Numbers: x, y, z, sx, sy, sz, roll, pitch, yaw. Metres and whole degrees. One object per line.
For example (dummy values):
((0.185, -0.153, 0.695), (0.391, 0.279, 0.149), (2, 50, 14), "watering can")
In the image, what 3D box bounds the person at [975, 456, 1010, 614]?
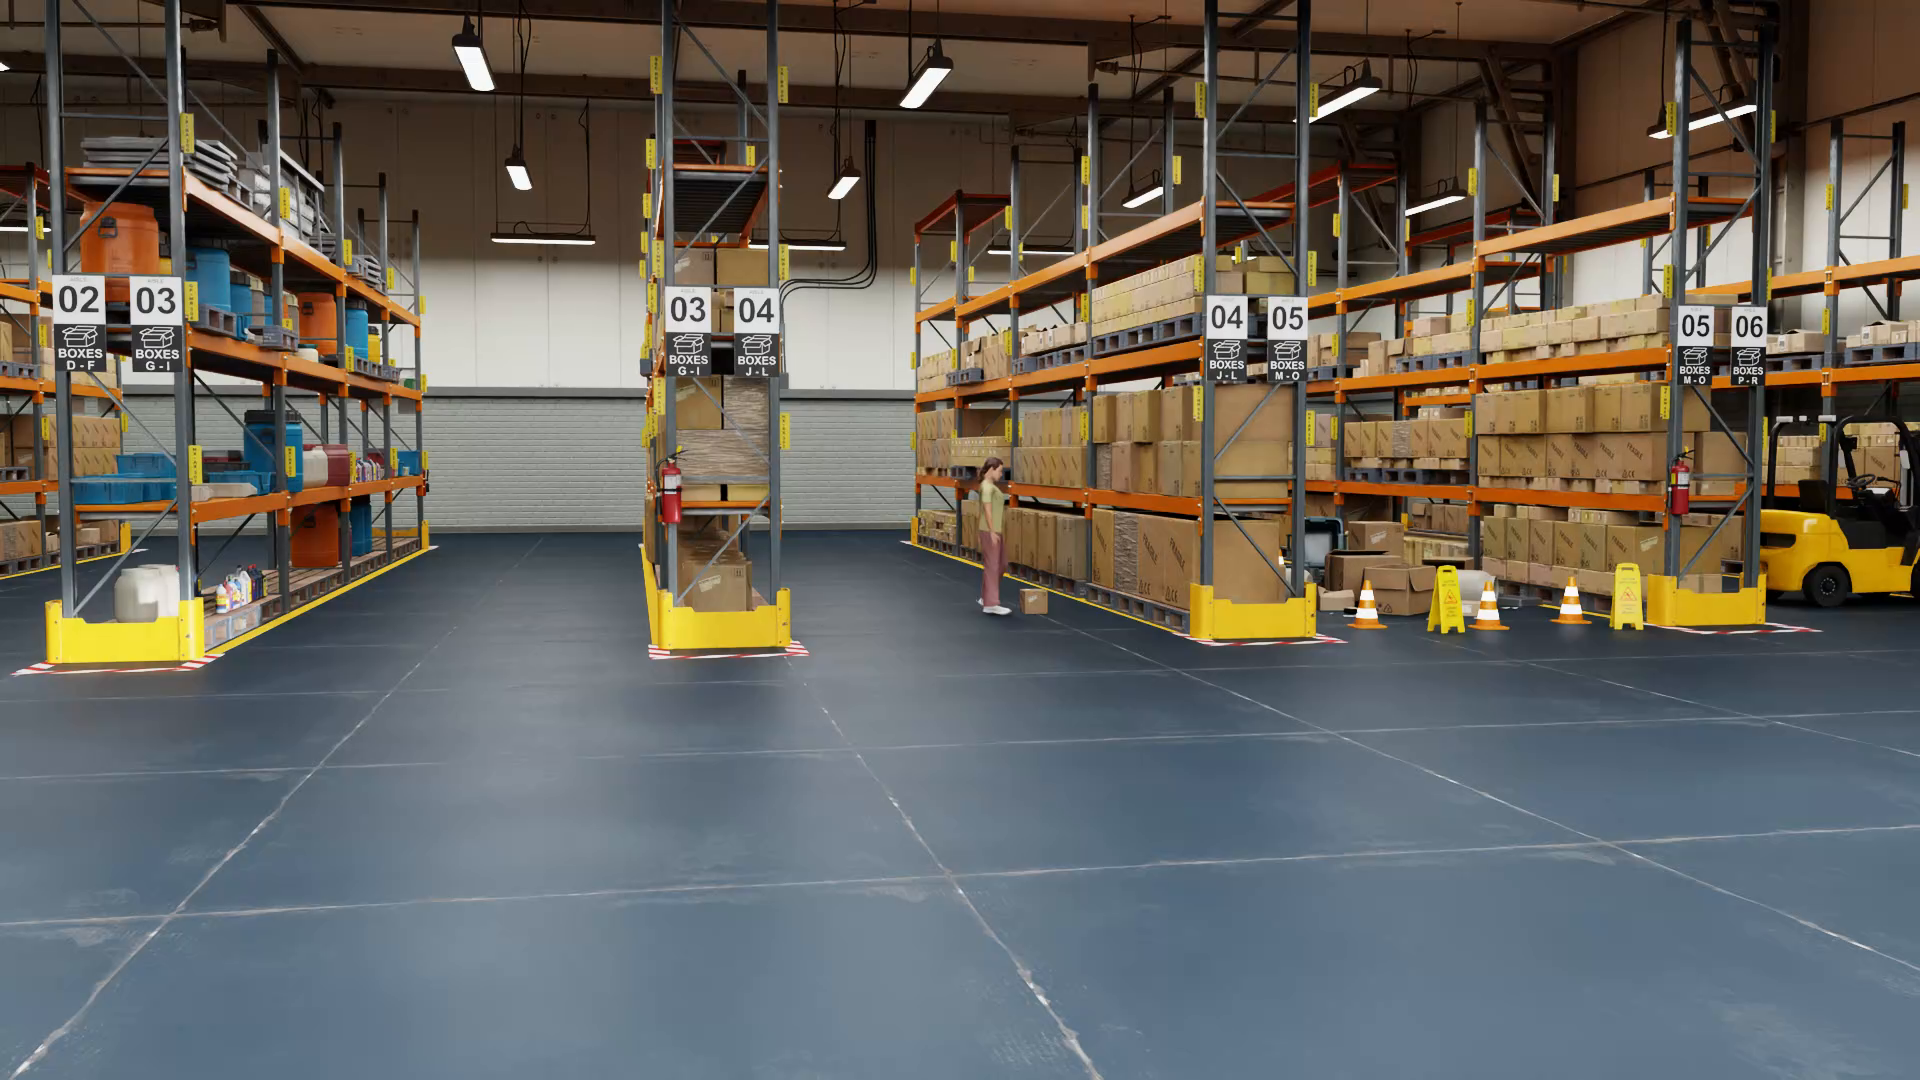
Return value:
((0.343, -0.046, 17.858), (0.392, 1.703, 0.531), (0, 3, 0), "person")
